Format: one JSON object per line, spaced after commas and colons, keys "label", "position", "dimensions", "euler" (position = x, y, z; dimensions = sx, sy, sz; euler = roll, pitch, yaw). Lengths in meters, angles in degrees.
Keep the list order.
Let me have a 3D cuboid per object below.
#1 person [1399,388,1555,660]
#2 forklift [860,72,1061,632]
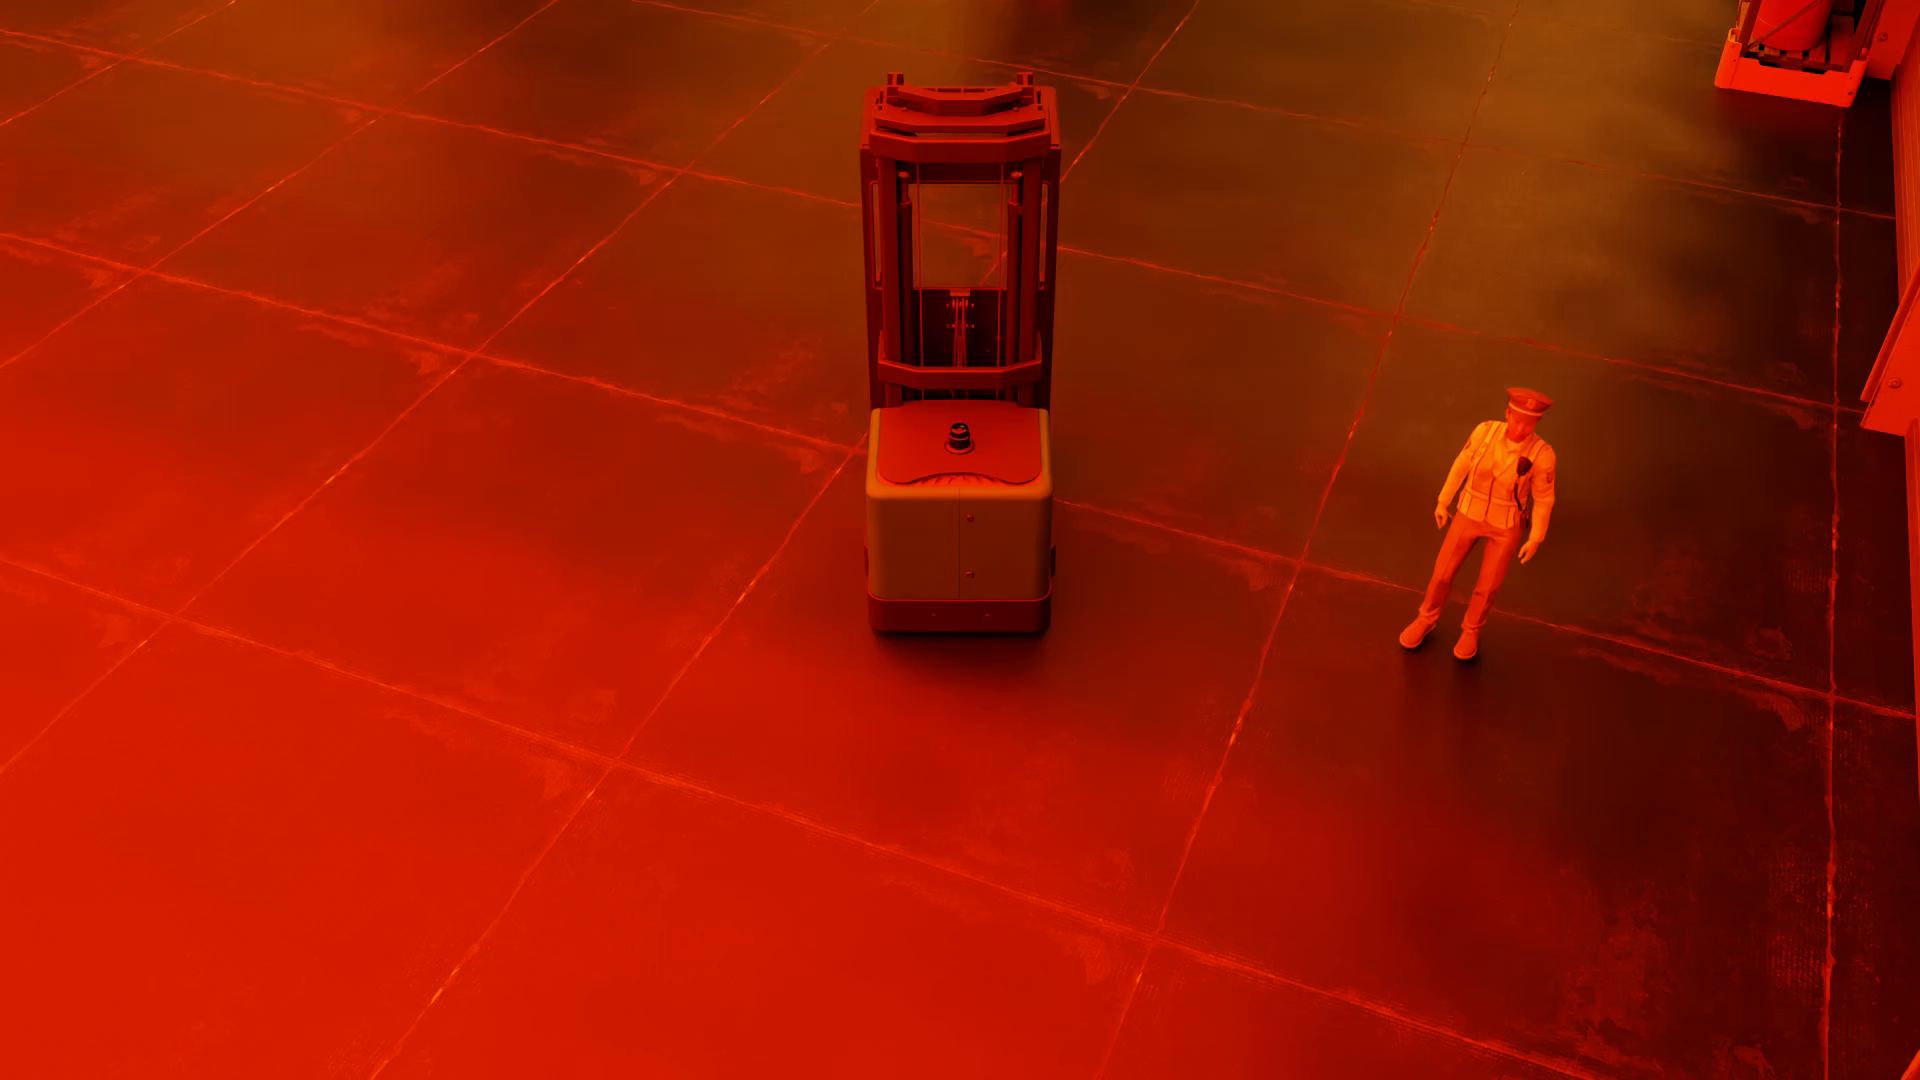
{"label": "person", "position": [2.859, -0.079, 9.012], "dimensions": [0.597, 1.686, 0.484], "euler": [22, 45, 24]}
{"label": "forklift", "position": [0.002, -1.515, 9.816], "dimensions": [1.130, 2.935, 3.031], "euler": [0, 40, 0]}
